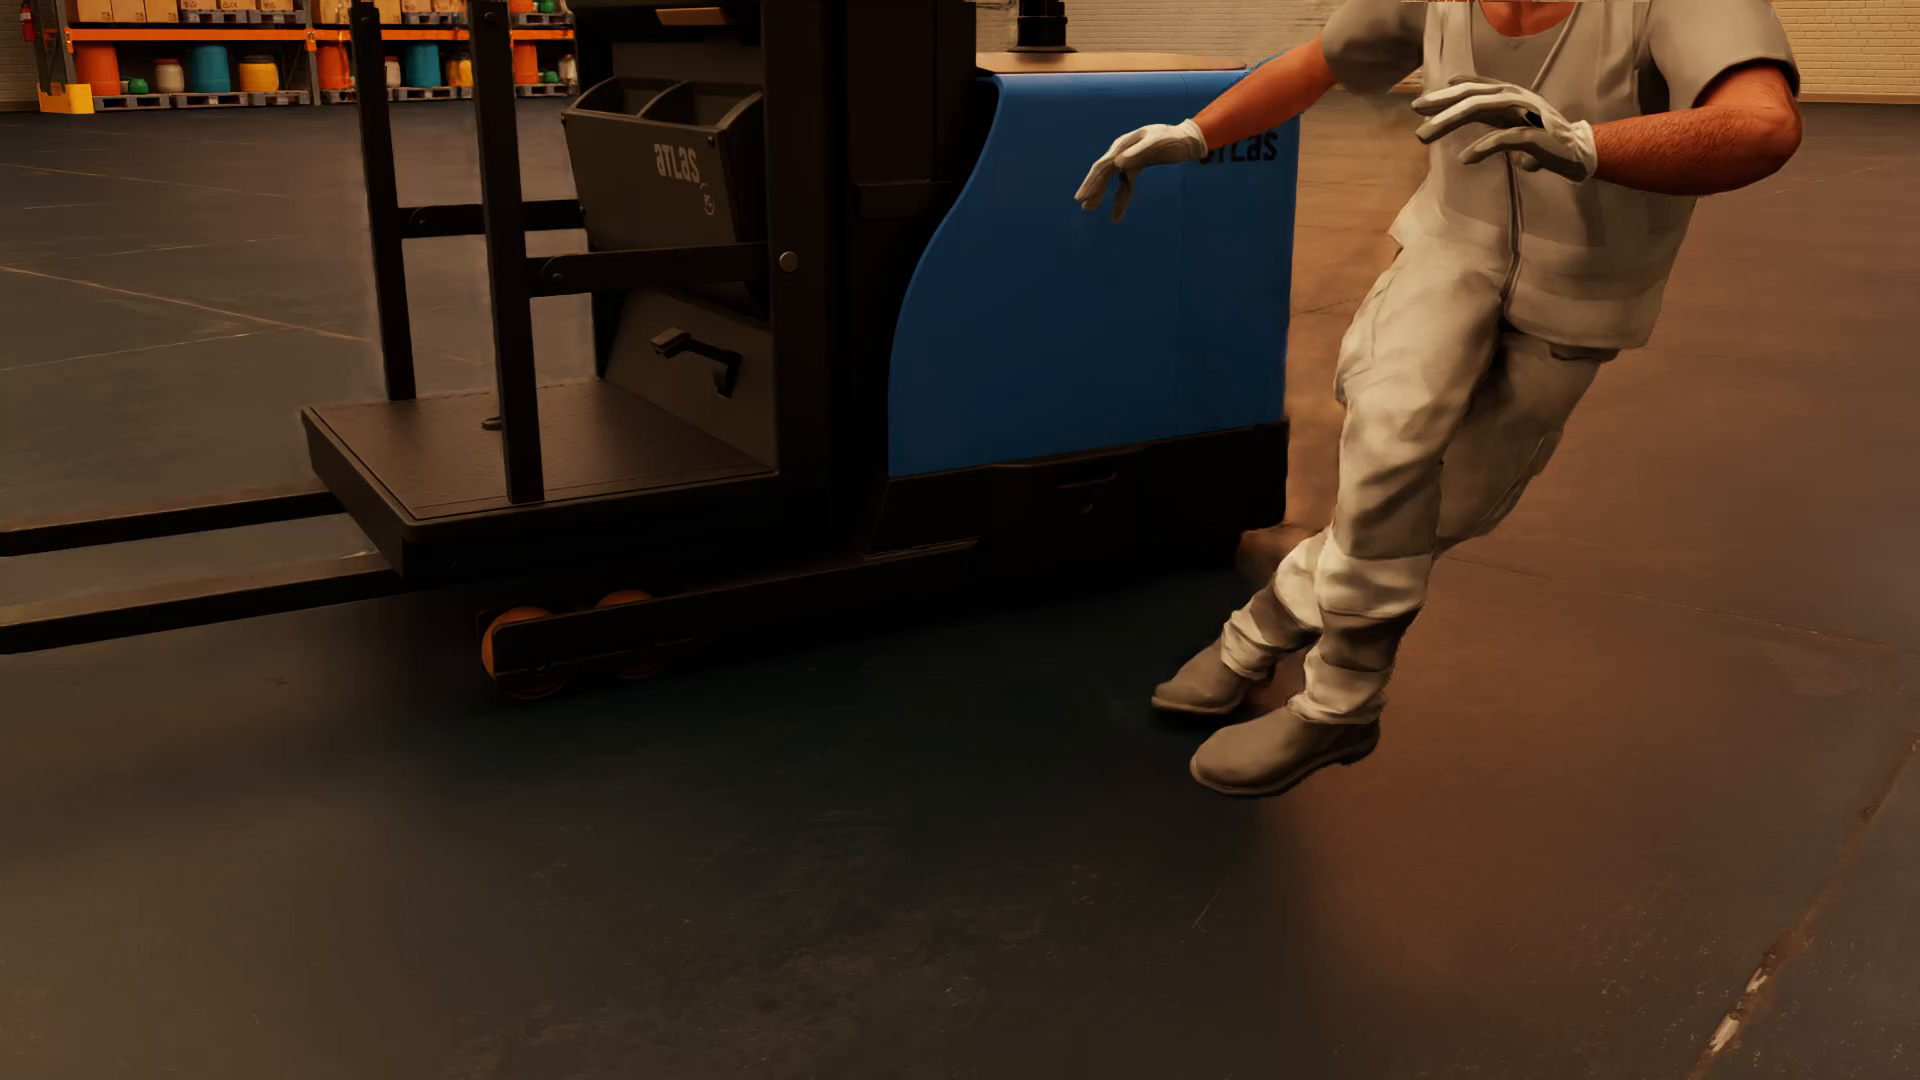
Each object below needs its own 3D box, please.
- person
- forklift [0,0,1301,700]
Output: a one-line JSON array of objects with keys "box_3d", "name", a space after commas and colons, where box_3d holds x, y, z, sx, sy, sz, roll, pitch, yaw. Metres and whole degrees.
[{"box_3d": [0.609, -0.324, 2.354, 1.004, 1.521, 0.905, 9, 19, 28], "name": "person"}, {"box_3d": [-0.782, -1.289, 3.144, 3.031, 2.935, 1.130, -10, 19, -29], "name": "forklift"}]
